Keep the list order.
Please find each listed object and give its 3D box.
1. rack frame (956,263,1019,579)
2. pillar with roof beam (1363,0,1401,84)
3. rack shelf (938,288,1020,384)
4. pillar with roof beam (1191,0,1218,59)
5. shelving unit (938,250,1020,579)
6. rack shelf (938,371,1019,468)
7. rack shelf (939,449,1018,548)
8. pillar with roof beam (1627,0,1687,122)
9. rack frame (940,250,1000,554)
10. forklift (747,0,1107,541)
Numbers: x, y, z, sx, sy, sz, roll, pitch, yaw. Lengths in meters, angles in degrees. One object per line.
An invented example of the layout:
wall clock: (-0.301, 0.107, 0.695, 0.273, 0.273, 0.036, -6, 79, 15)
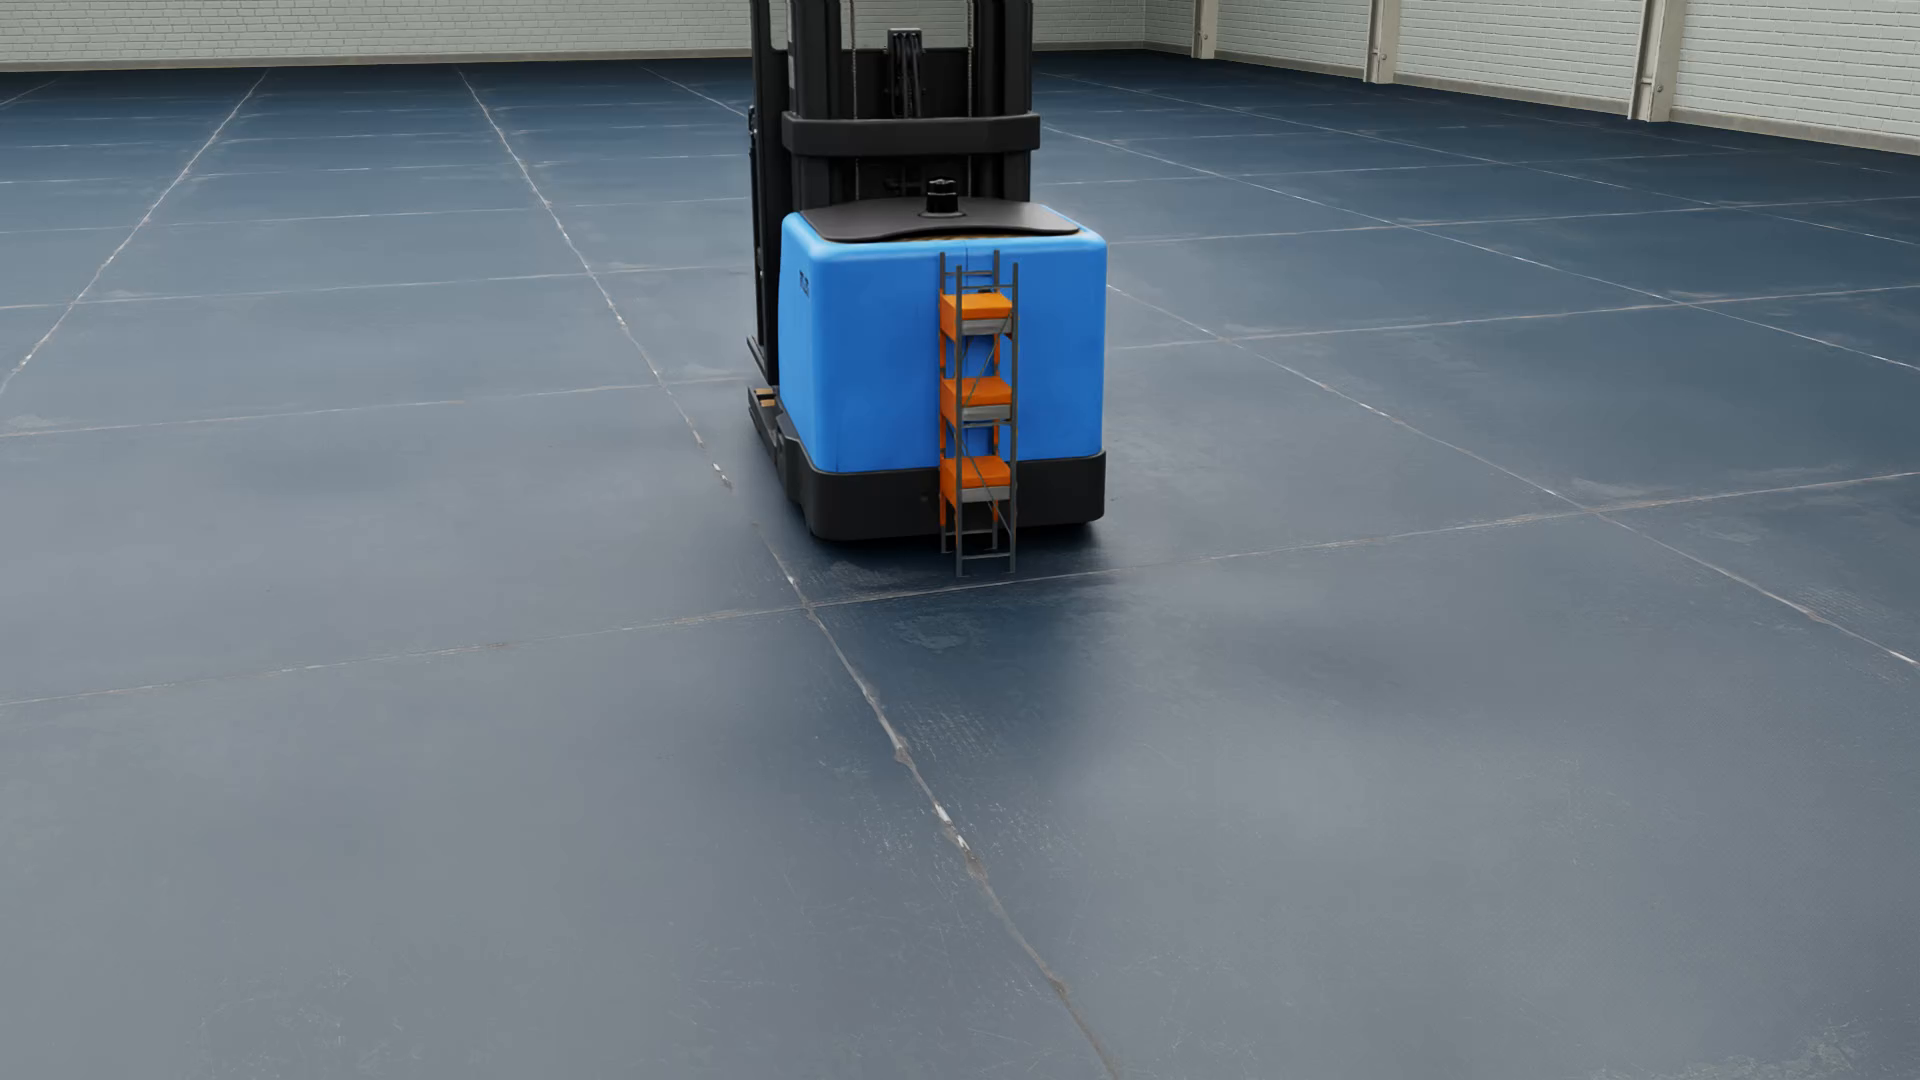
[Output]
rack frame: (0.087, -0.373, 5.401, 0.200, 1.050, 0.008, -4, 20, -12)
pillar with roof beam: (2.287, -10.741, 22.508, 9.100, 9.000, 0.400, -6, 21, -17)
rack shelf: (0.059, -0.670, 5.420, 0.215, 0.259, 0.240, -4, 20, -12)
pillar with roof beam: (0.402, -12.666, 27.869, 9.100, 9.000, 0.400, -6, 21, -17)
shelving unit: (0.059, -0.413, 5.513, 0.215, 1.050, 0.252, -4, 20, -12)
rack shelf: (0.059, -0.403, 5.516, 0.215, 0.259, 0.240, -4, 20, -12)
rack shelf: (0.059, -0.141, 5.610, 0.215, 0.259, 0.240, -4, 20, -12)
pillar with roof beam: (4.173, -8.815, 17.148, 9.100, 9.000, 0.400, -6, 21, -17)
rack frame: (0.032, -0.453, 5.625, 0.200, 1.050, 0.008, -4, 20, -12)
forklift: (-0.314, -1.840, 6.702, 1.130, 2.935, 3.031, -4, 20, -12)
